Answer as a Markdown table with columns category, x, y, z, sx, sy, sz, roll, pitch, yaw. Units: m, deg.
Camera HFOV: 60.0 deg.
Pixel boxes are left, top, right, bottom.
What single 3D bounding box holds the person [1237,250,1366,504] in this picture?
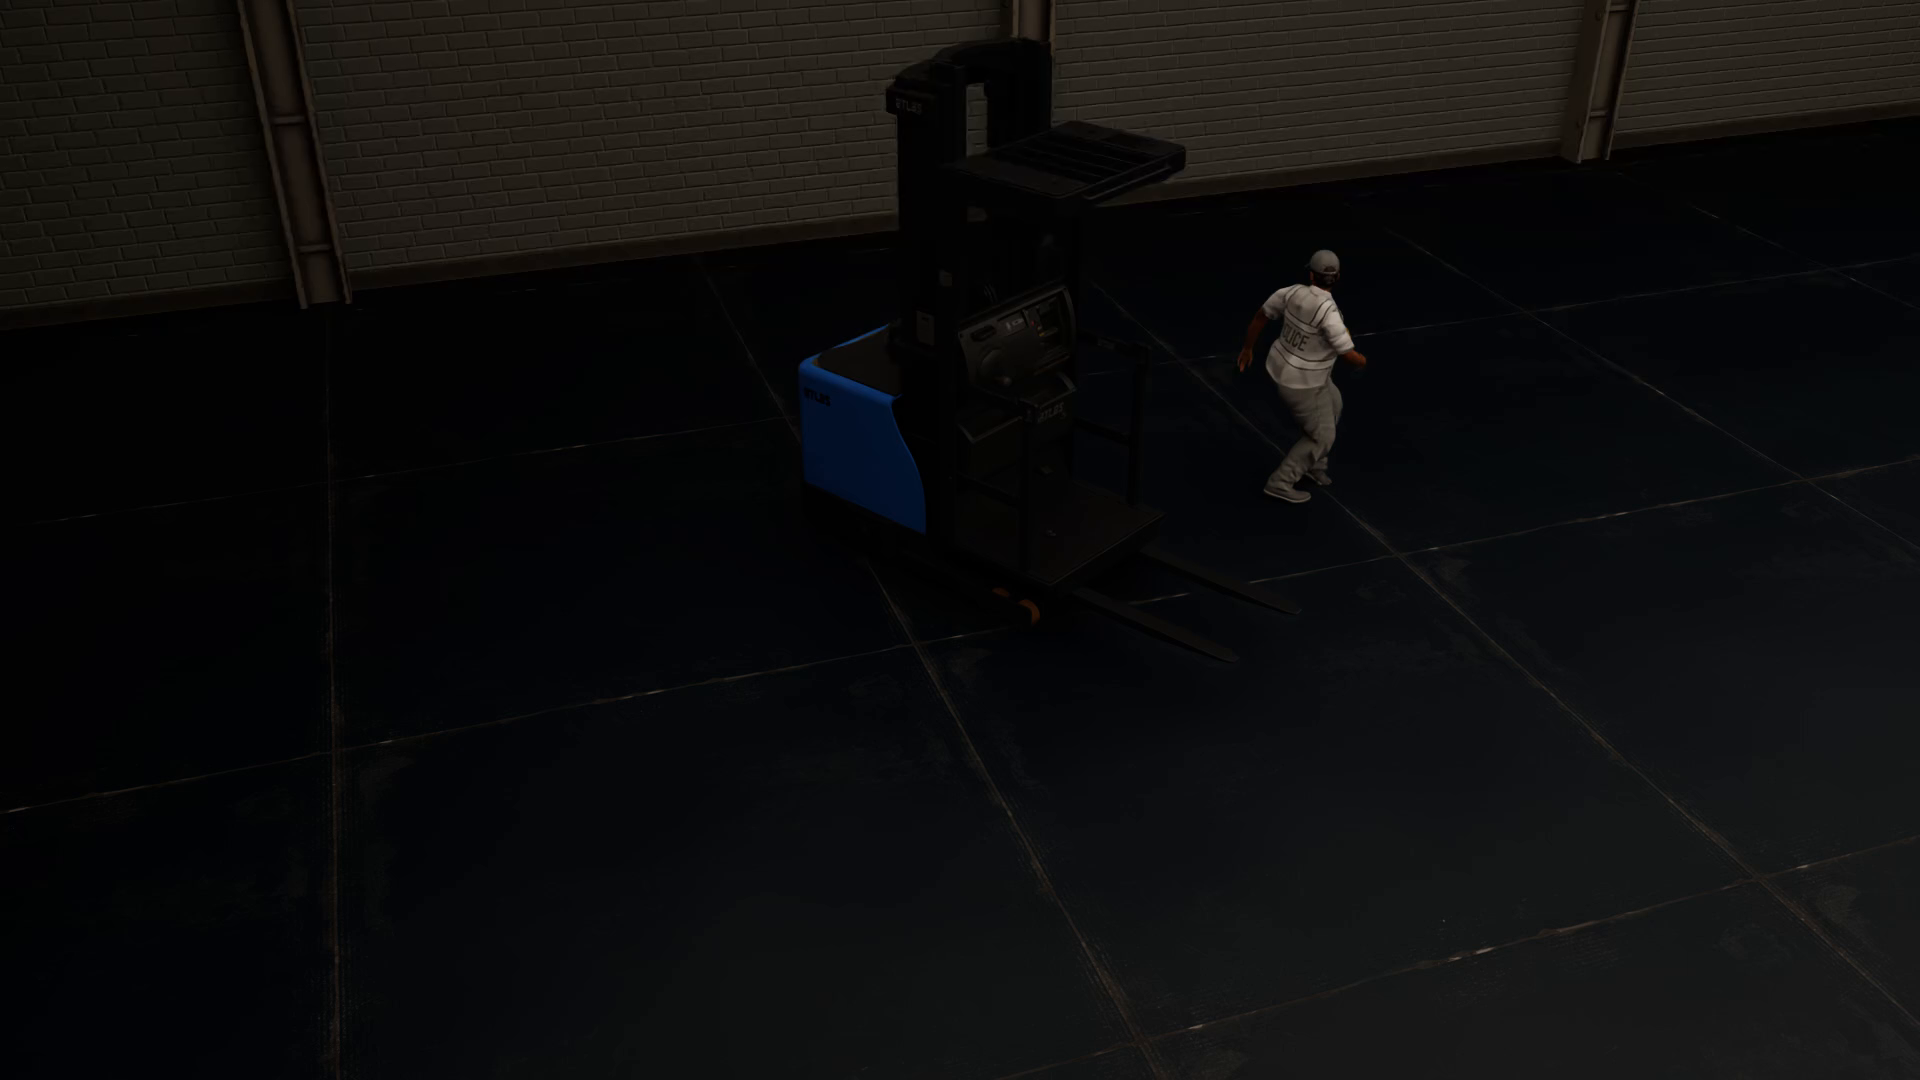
| category | x | y | z | sx | sy | sz | roll | pitch | yaw |
| --- | --- | --- | --- | --- | --- | --- | --- | --- | --- |
| person | 2.116 | -0.969 | 10.168 | 0.732 | 1.662 | 0.576 | -5 | 30 | -9 |

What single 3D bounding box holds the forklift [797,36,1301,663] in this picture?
| category | x | y | z | sx | sy | sz | roll | pitch | yaw |
| --- | --- | --- | --- | --- | --- | --- | --- | --- | --- |
| forklift | 0.476 | -1.073 | 8.953 | 3.031 | 2.935 | 1.130 | 24 | 37 | 35 |
